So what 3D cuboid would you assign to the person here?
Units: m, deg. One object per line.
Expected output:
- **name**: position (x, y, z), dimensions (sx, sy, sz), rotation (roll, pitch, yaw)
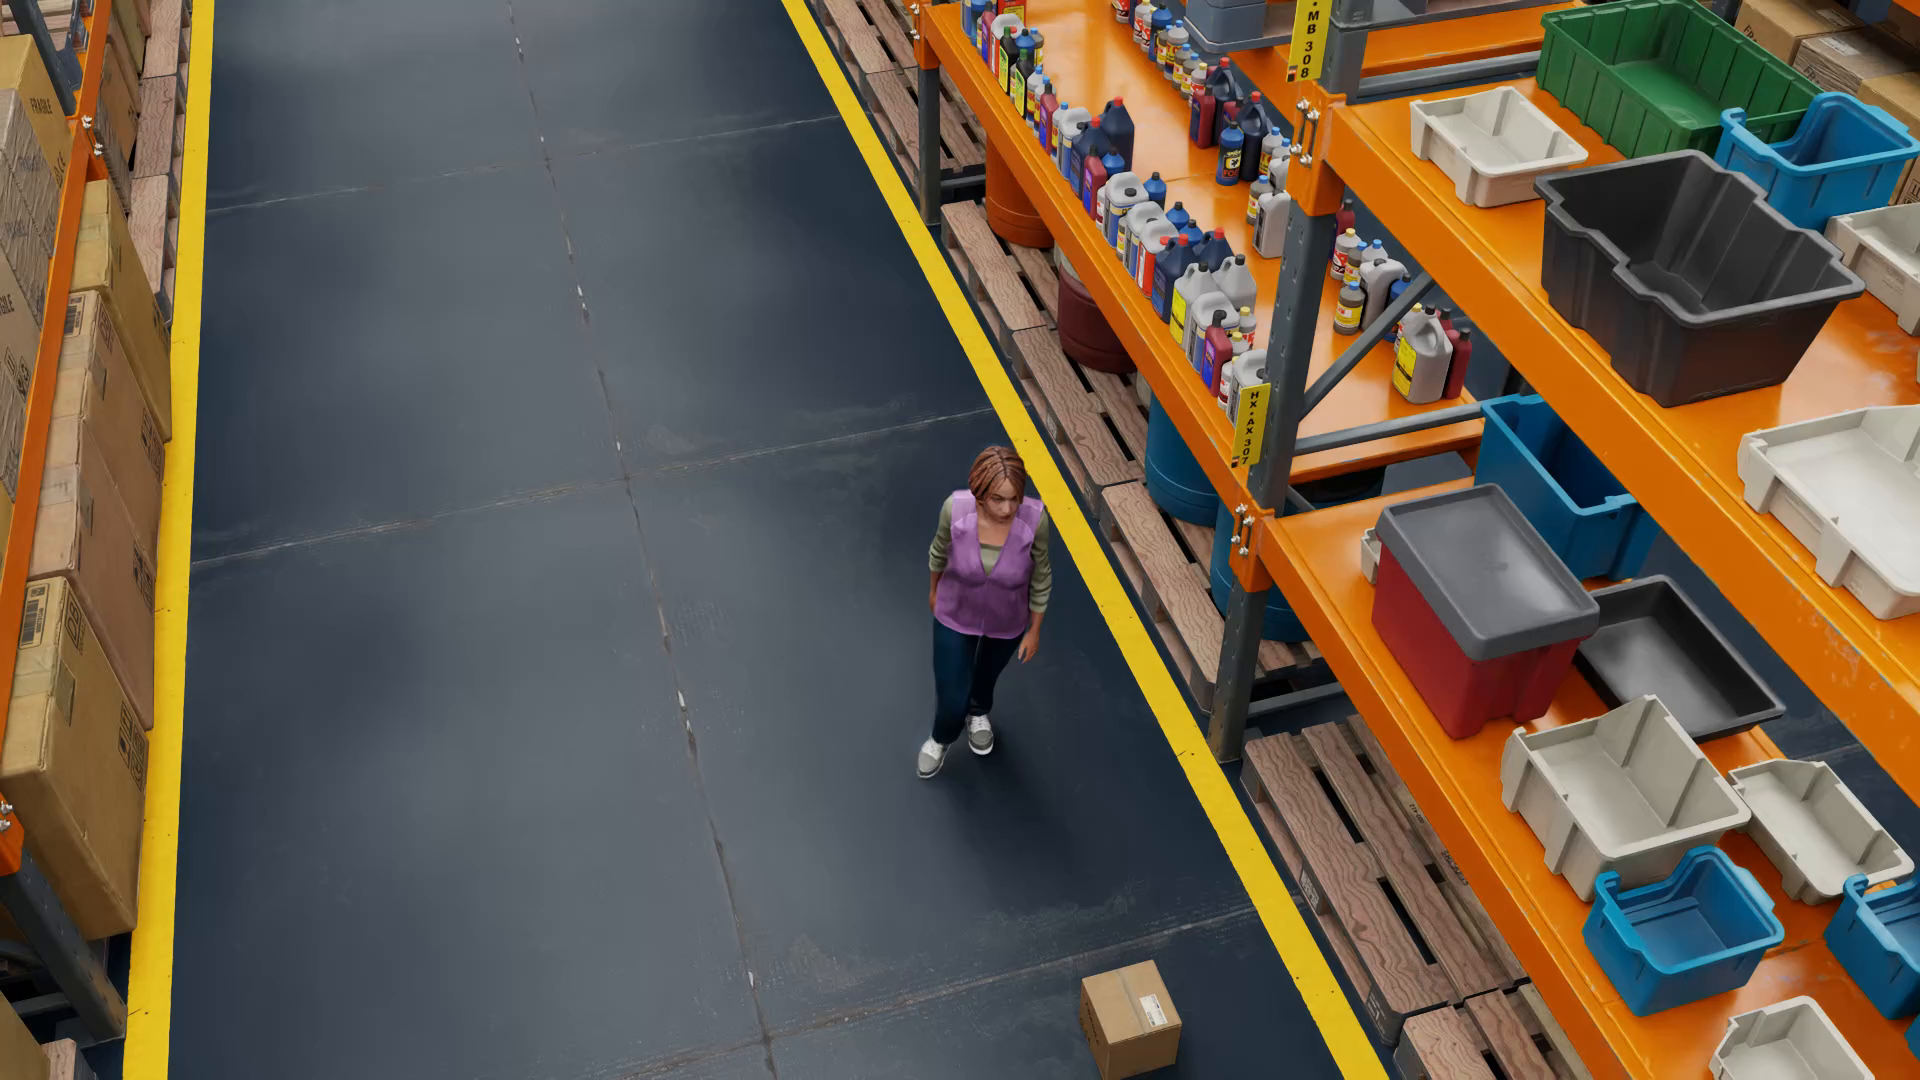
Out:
- **person**: position (0.067, 0.240, 5.878), dimensions (0.482, 1.581, 0.506), rotation (-3, 43, -4)
